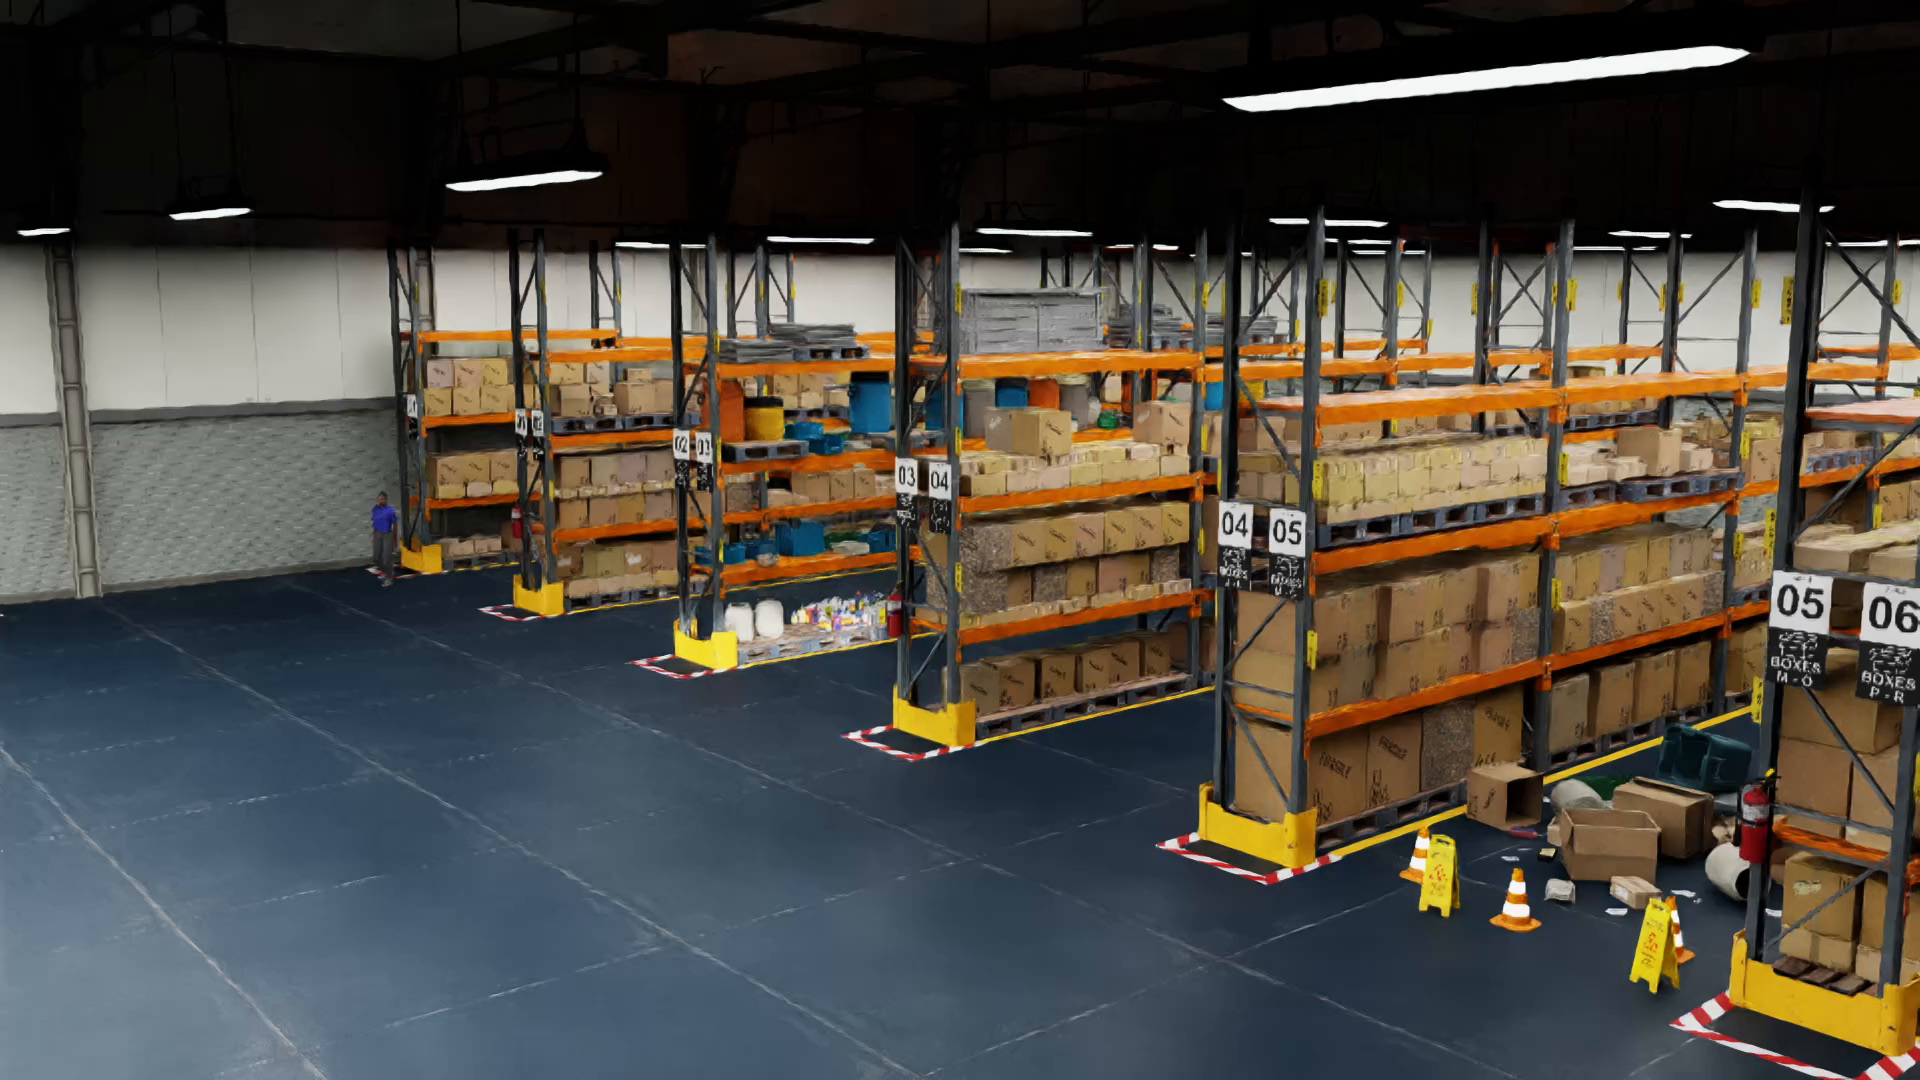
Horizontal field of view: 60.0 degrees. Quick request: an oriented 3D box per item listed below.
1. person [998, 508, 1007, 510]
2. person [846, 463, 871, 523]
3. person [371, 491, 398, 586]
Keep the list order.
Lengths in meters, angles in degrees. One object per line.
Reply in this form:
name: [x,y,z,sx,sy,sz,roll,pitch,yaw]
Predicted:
person: [0.857,-0.088,29.092,0.506,1.619,0.598,-8,12,-42]
person: [-1.990,-0.674,32.601,0.498,1.676,0.462,-1,9,-9]
person: [-9.912,-0.013,28.731,0.509,1.576,0.527,2,9,14]
